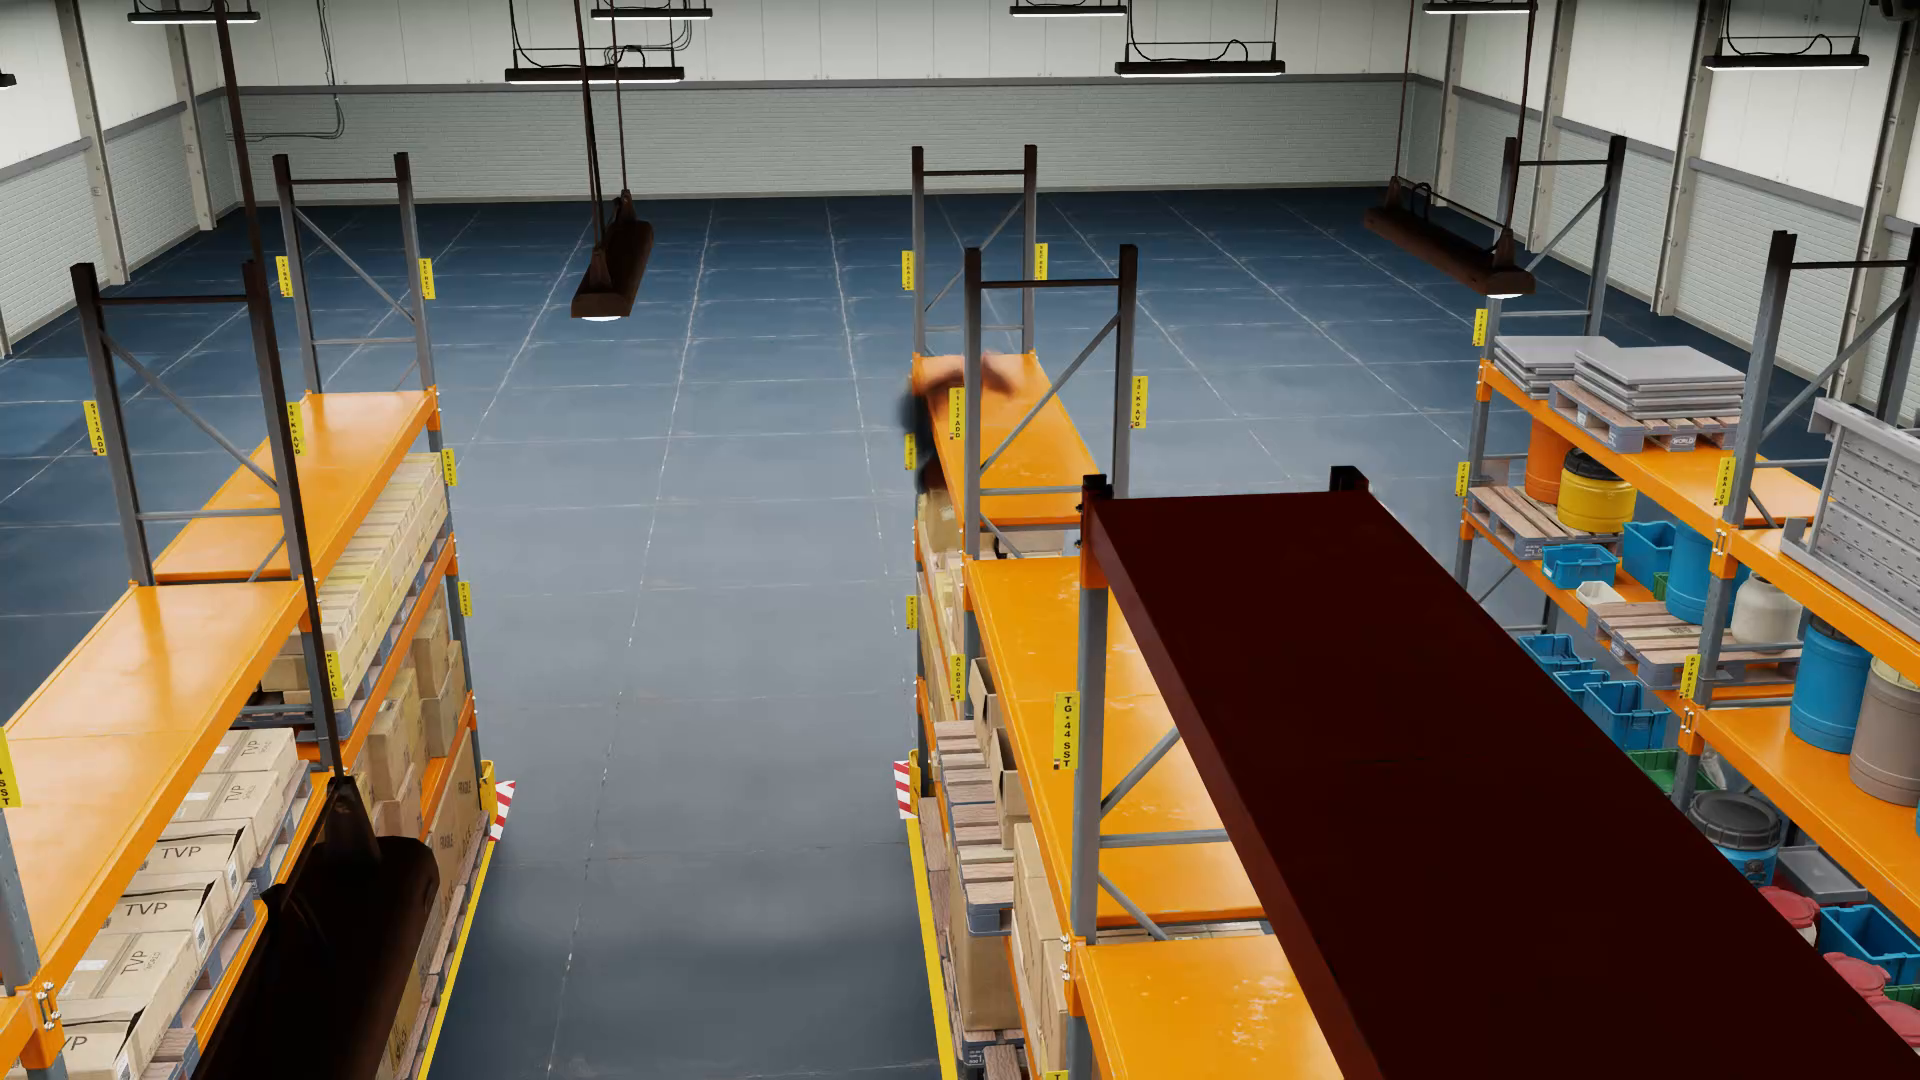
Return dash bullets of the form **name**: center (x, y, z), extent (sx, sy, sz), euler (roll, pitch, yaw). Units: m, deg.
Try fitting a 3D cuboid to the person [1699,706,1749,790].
- **person**: center (6.852, 1.593, 15.202), extent (0.667, 1.748, 0.760), euler (-14, 25, -31)
